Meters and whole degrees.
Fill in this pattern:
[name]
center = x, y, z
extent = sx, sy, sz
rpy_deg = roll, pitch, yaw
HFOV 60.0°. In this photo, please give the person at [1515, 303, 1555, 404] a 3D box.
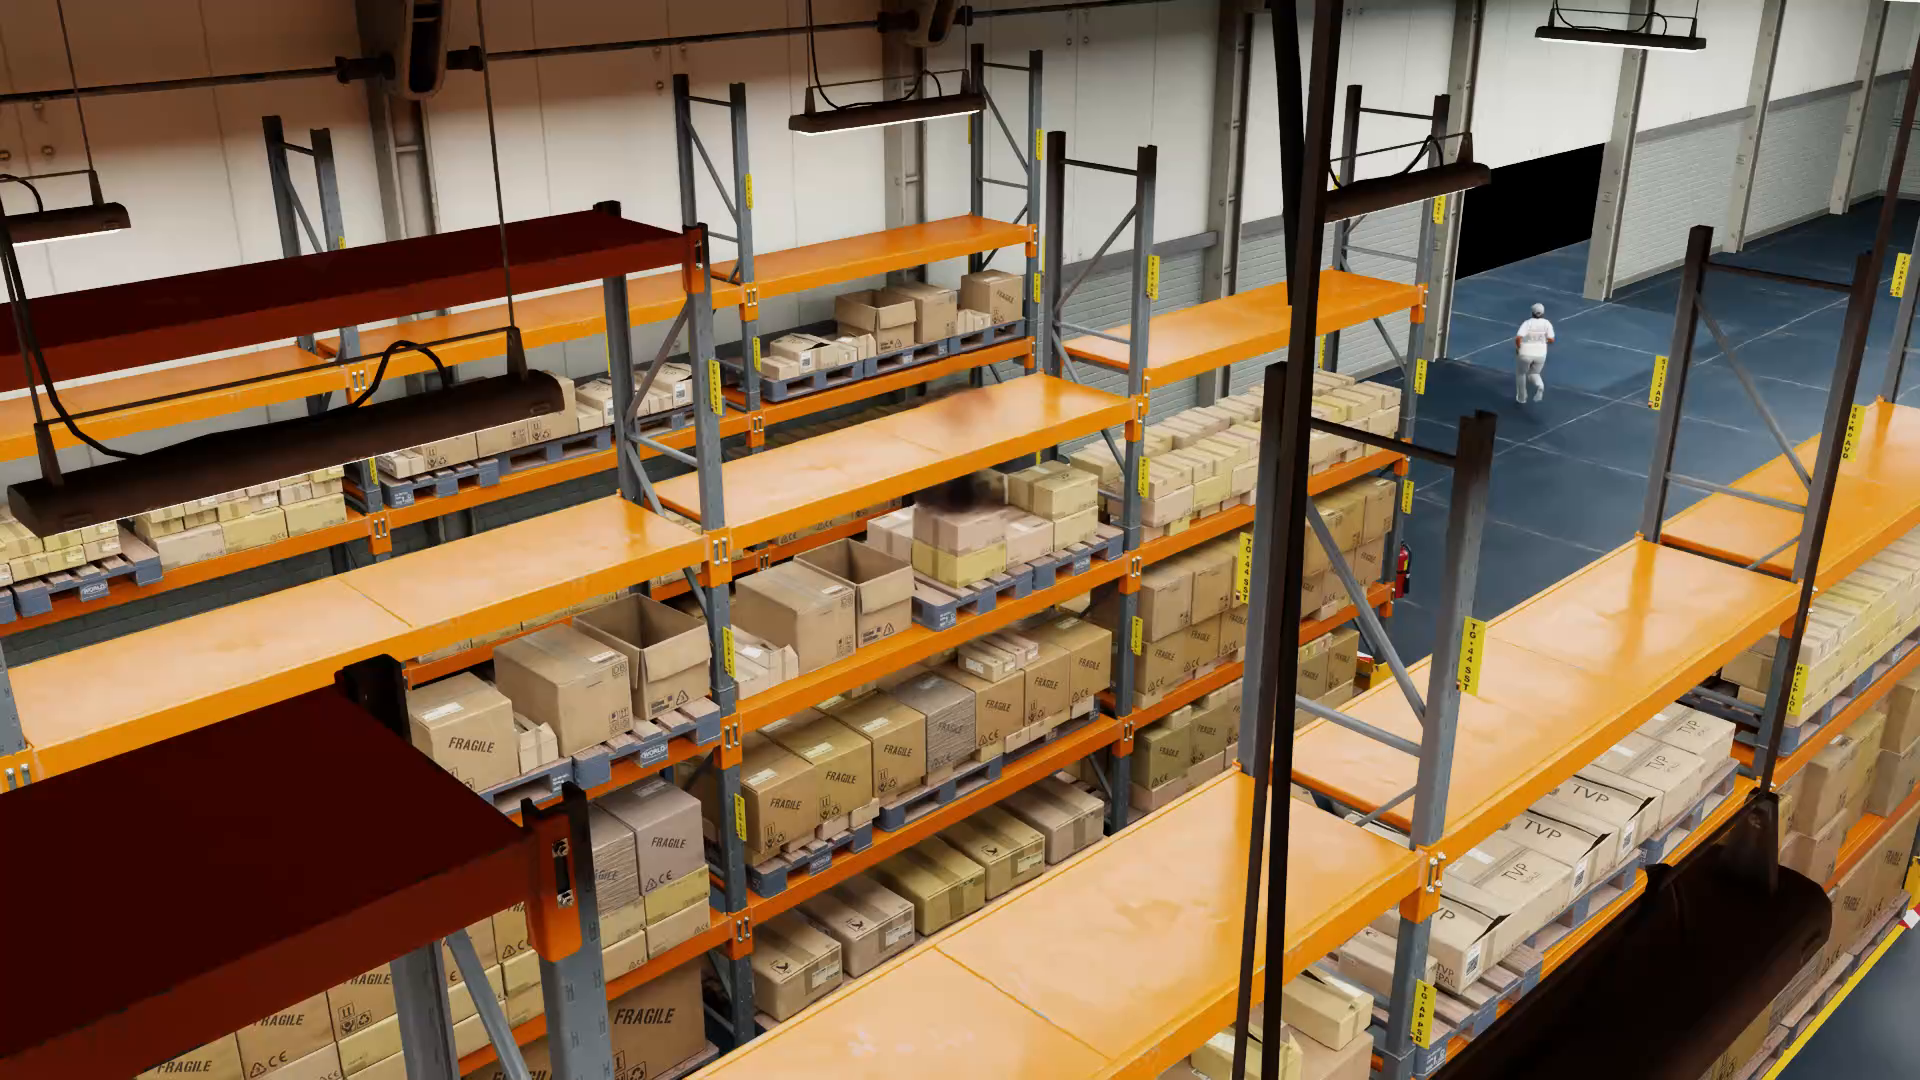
[person]
center = 8.804, -2.846, 25.619
extent = 0.607, 1.630, 0.734
rpy_deg = 1, 22, 2
